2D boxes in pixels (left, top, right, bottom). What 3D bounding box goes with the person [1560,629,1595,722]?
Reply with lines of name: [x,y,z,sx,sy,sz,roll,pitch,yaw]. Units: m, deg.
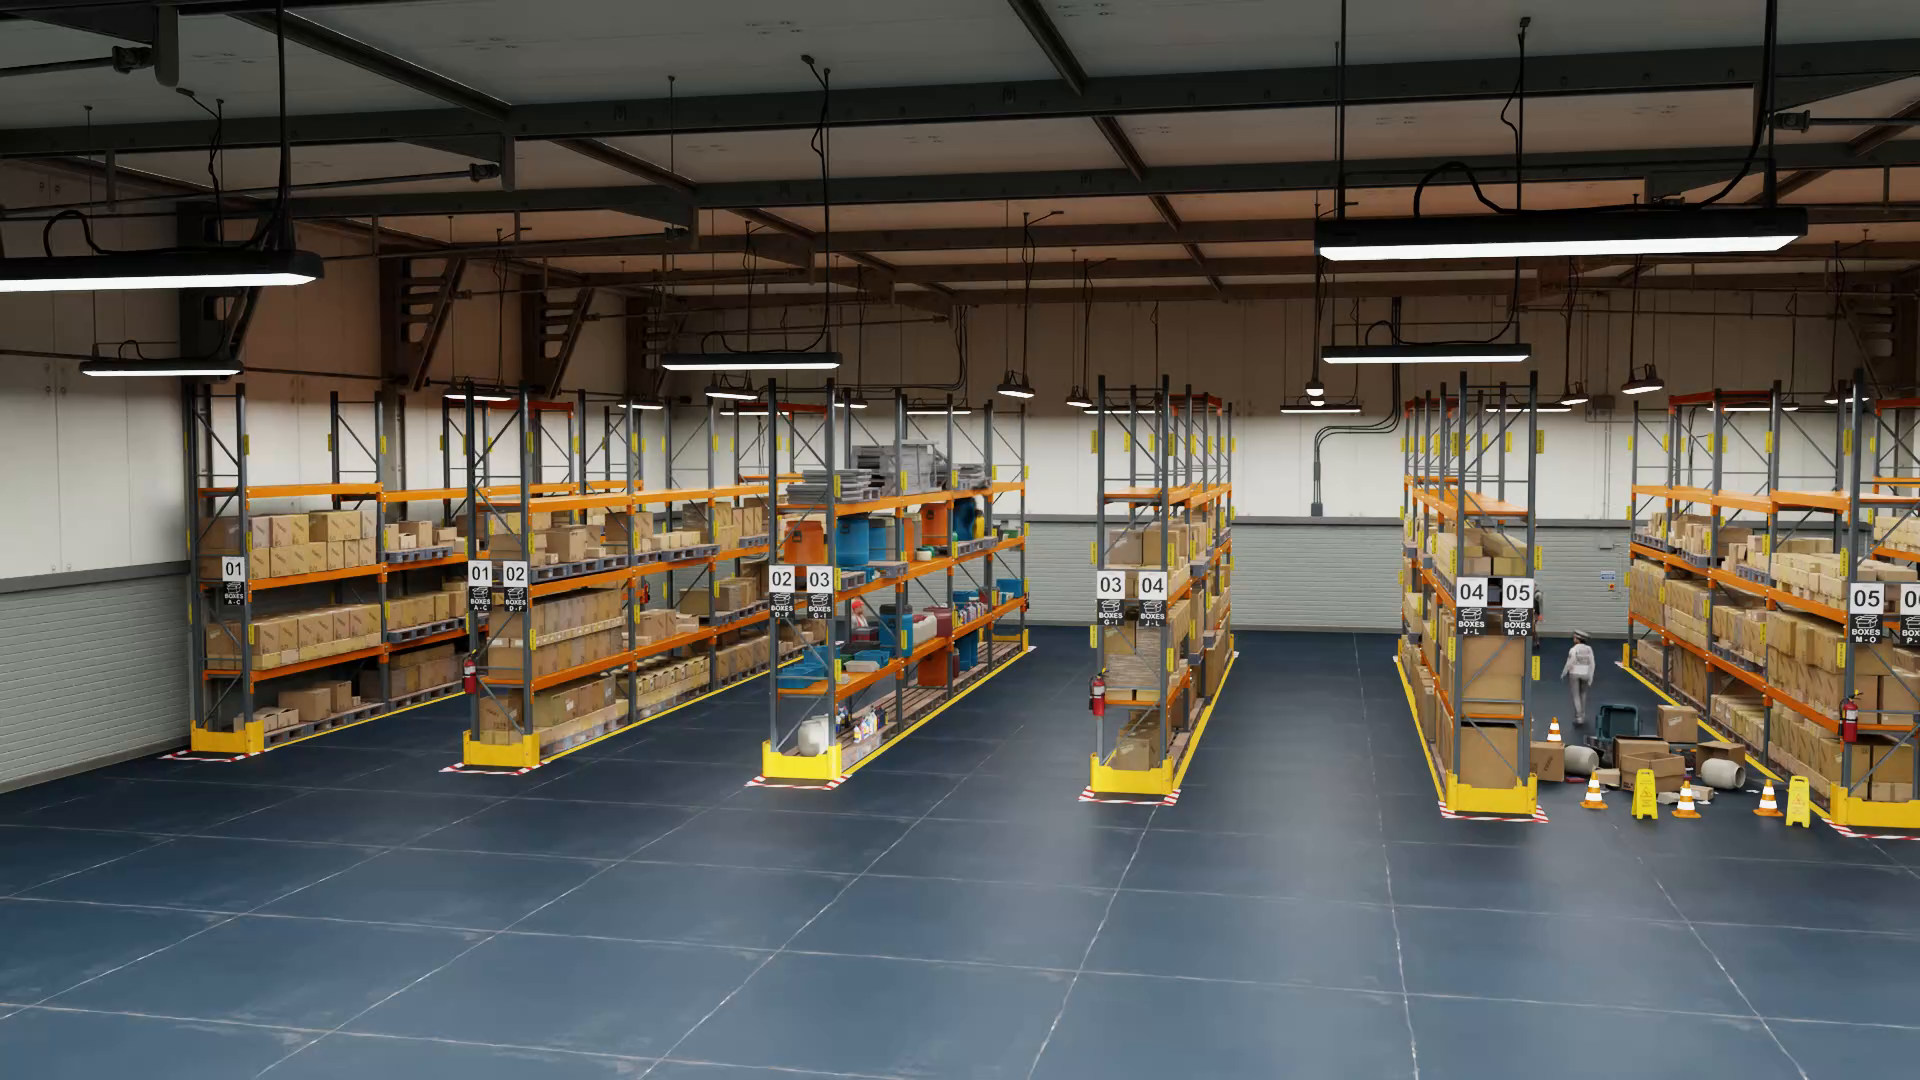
person: [11.094,2.433,29.851,0.574,1.693,0.801,0,3,7]

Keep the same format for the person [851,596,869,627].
person: [-2.347,1.953,38.984,0.457,1.672,0.501,2,4,26]

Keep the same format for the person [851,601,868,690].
person: [-2.036,2.158,34.169,0.533,1.799,0.657,2,4,36]

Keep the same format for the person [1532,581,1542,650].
person: [13.796,1.836,40.235,0.606,1.751,0.537,-1,3,-10]
